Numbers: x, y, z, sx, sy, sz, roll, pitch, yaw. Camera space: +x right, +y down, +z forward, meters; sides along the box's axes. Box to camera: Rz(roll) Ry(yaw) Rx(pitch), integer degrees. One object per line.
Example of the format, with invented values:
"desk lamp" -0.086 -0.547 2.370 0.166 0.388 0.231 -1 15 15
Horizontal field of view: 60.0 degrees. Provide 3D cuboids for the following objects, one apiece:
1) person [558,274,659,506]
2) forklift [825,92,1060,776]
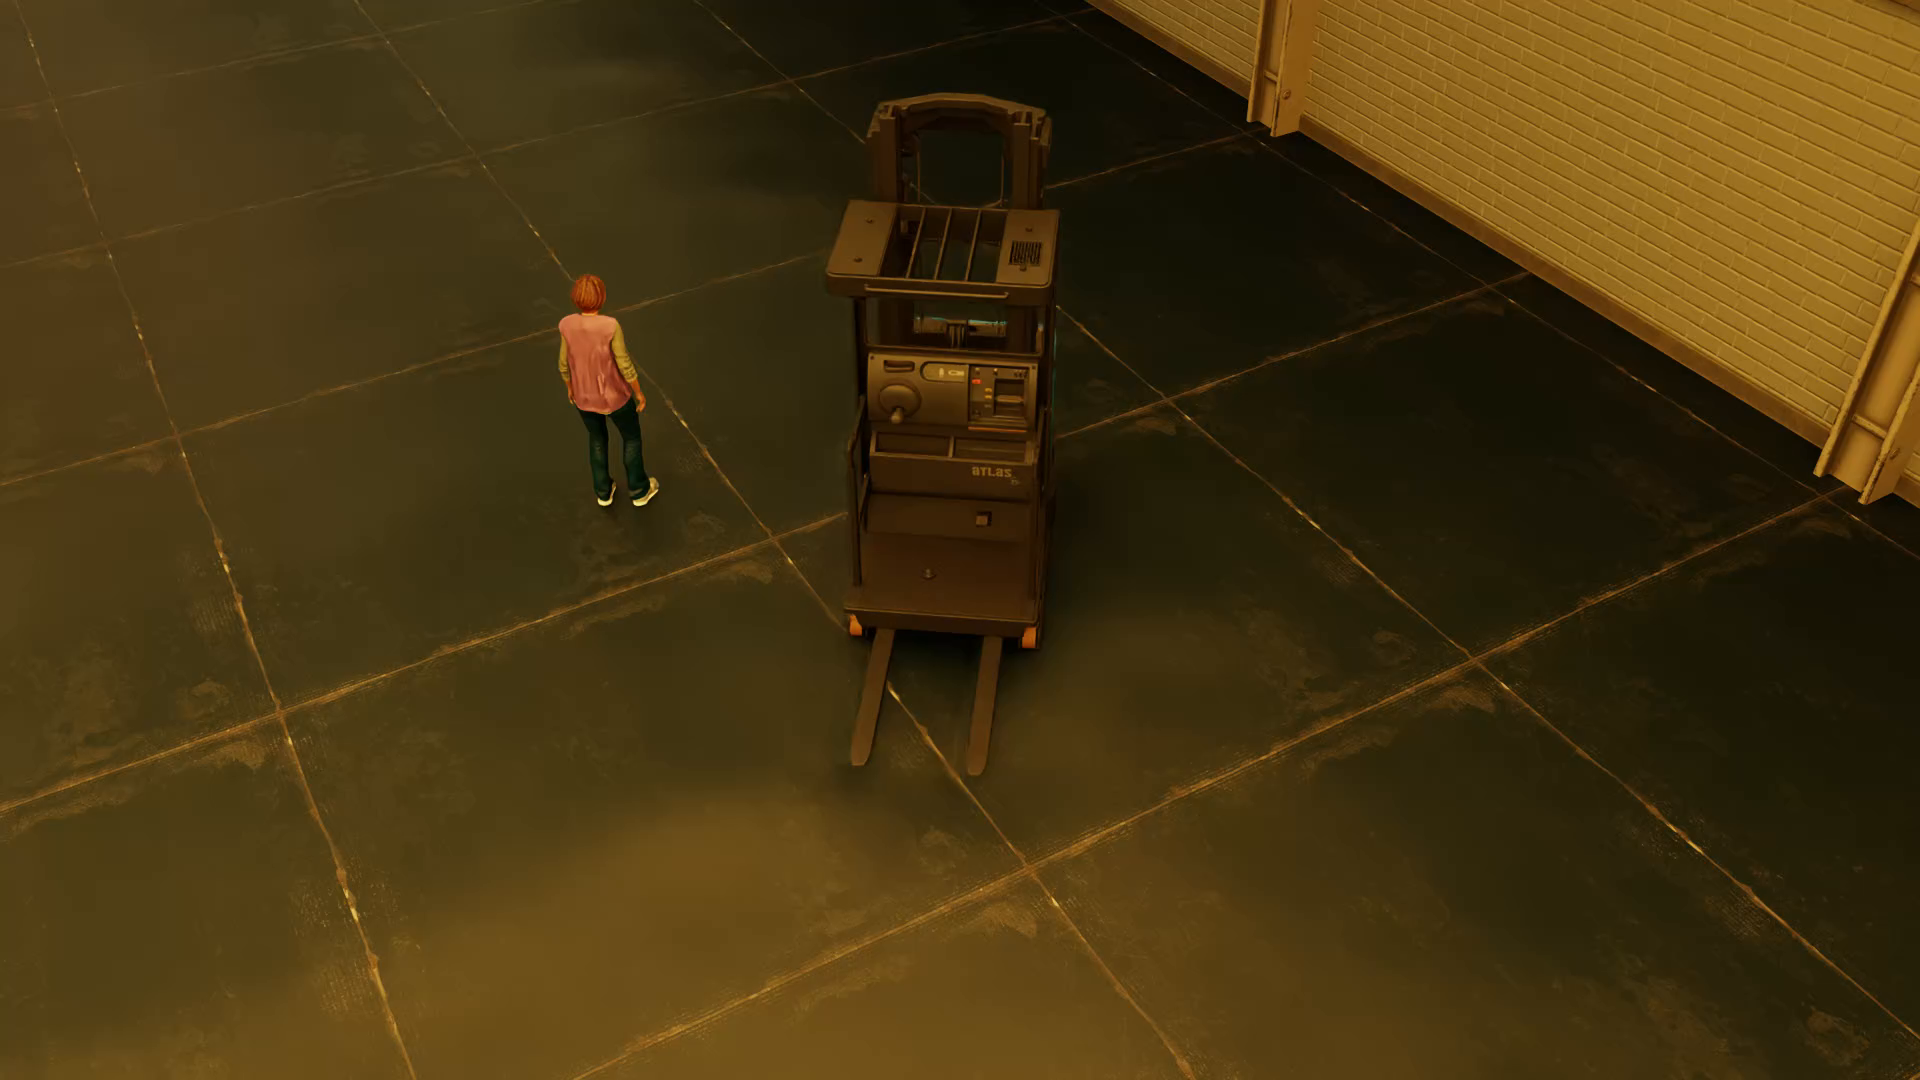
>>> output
"person" -2.168 -0.885 10.154 0.491 1.590 0.357 6 40 7
"forklift" -0.063 -0.733 8.920 1.130 2.935 3.031 4 40 5
